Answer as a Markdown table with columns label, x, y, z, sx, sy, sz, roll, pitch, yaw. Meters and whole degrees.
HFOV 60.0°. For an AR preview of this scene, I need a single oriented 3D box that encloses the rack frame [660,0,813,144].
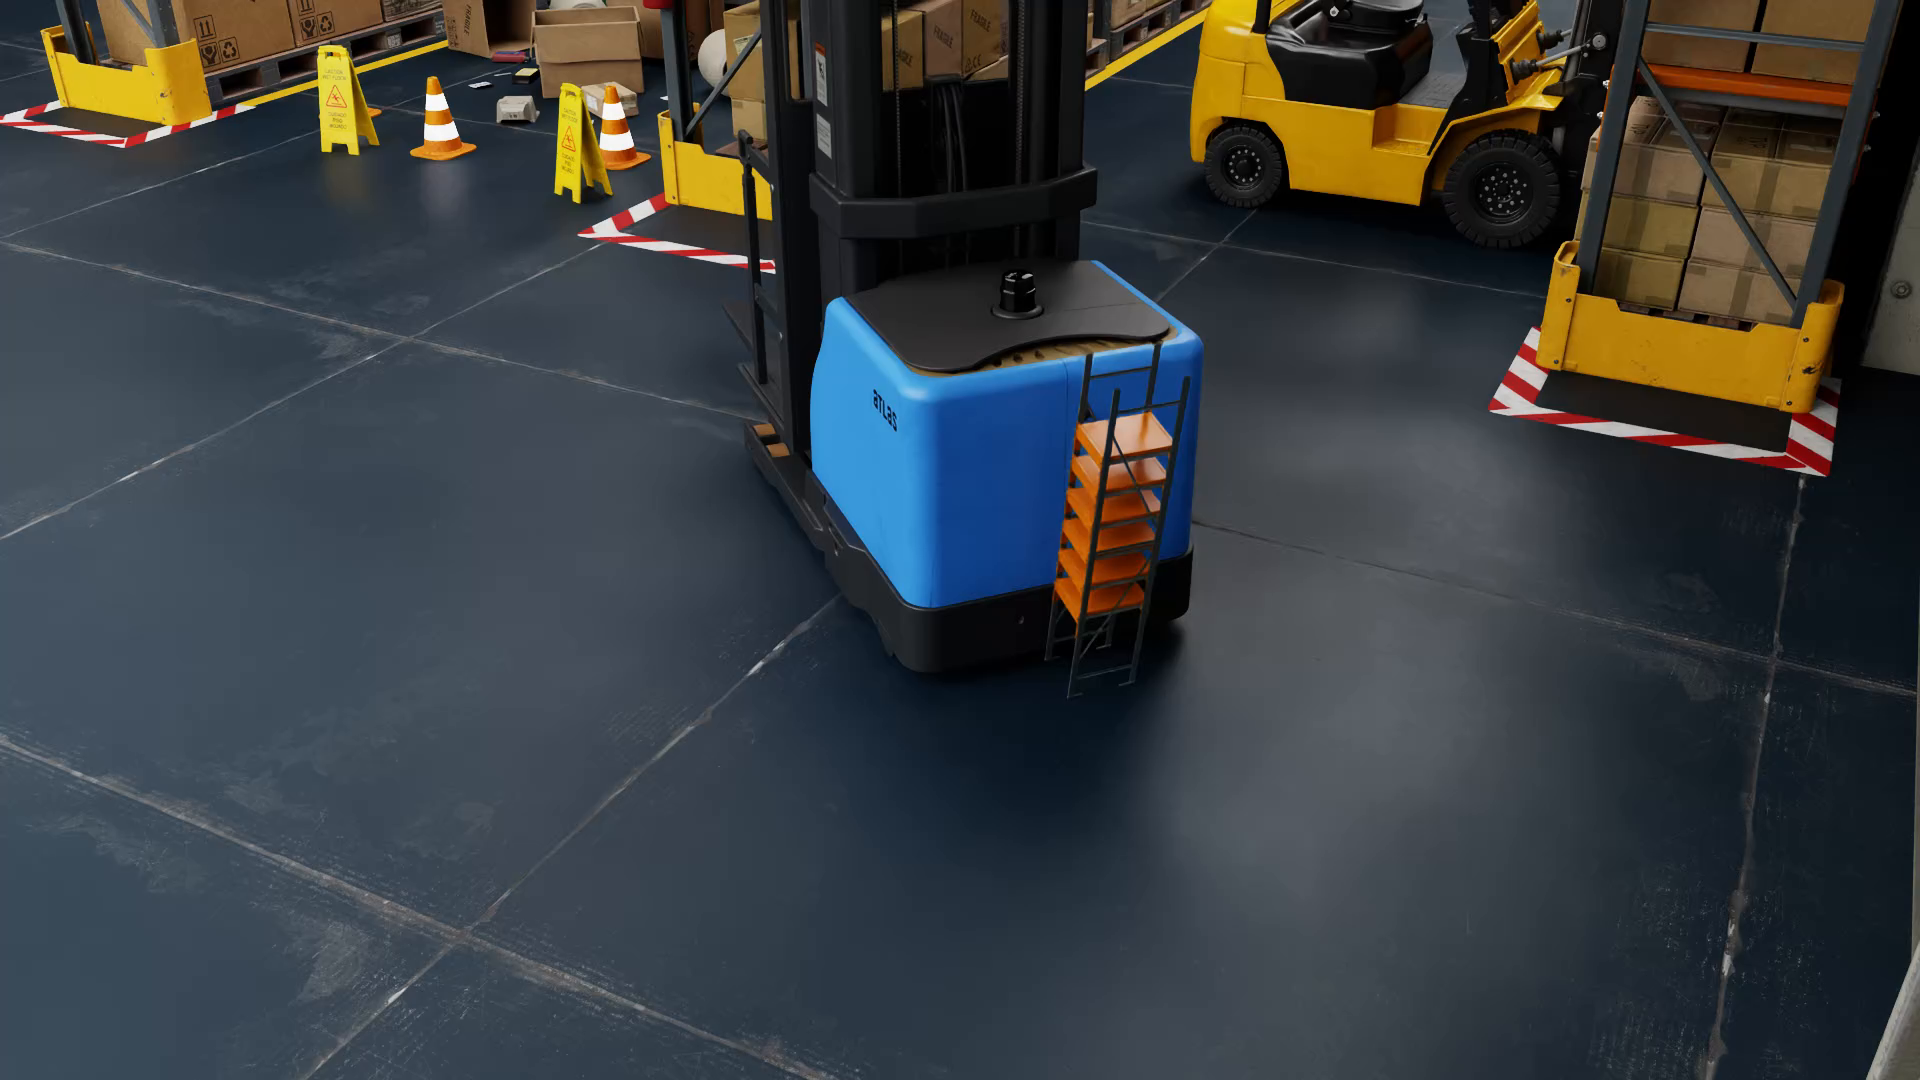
| label | x | y | z | sx | sy | sz | roll | pitch | yaw |
| --- | --- | --- | --- | --- | --- | --- | --- | --- | --- |
| rack frame | -1.177 | -3.180 | 8.776 | 1.000 | 3.000 | 0.127 | 14 | 33 | 23 |

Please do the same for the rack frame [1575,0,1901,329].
| label | x | y | z | sx | sy | sz | roll | pitch | yaw |
| --- | --- | --- | --- | --- | --- | --- | --- | --- | --- |
| rack frame | 3.244 | -2.056 | 6.818 | 1.000 | 3.000 | 0.127 | 14 | 33 | 23 |

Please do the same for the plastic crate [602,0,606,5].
| label | x | y | z | sx | sy | sz | roll | pitch | yaw |
| --- | --- | --- | --- | --- | --- | --- | --- | --- | --- |
| plastic crate | -2.720 | -4.463 | 13.776 | 0.662 | 0.188 | 0.450 | -18 | 24 | -28 |

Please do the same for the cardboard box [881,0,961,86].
| label | x | y | z | sx | sy | sz | roll | pitch | yaw |
| --- | --- | --- | --- | --- | --- | --- | --- | --- | --- |
| cardboard box | -0.319 | -3.034 | 10.107 | 0.500 | 0.500 | 0.500 | 13 | 32 | 21 |

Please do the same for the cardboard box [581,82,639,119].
| label | x | y | z | sx | sy | sz | roll | pitch | yaw |
| --- | --- | --- | --- | --- | --- | --- | --- | --- | --- |
| cardboard box | -2.378 | -2.983 | 11.295 | 0.250 | 0.149 | 0.380 | -18 | 34 | -28 |

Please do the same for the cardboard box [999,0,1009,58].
| label | x | y | z | sx | sy | sz | roll | pitch | yaw |
| --- | --- | --- | --- | --- | --- | --- | --- | --- | --- |
| cardboard box | 0.153 | -3.493 | 10.907 | 0.500 | 0.500 | 0.500 | 16 | 34 | 26 |

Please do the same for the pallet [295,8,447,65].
| label | x | y | z | sx | sy | sz | roll | pitch | yaw |
| --- | --- | --- | --- | --- | --- | --- | --- | --- | --- |
| pallet | -4.778 | -3.960 | 12.934 | 1.003 | 0.211 | 1.213 | 14 | 33 | 23 |

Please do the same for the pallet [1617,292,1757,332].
| label | x | y | z | sx | sy | sz | roll | pitch | yaw |
| --- | --- | --- | --- | --- | --- | --- | --- | --- | --- |
| pallet | 3.555 | -1.195 | 8.119 | 1.003 | 0.211 | 1.213 | 14 | 33 | 23 |

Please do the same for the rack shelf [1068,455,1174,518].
| label | x | y | z | sx | sy | sz | roll | pitch | yaw |
| --- | --- | --- | --- | --- | --- | --- | --- | --- | --- |
| rack shelf | 0.478 | -0.182 | 4.959 | 0.258 | 0.103 | 0.180 | -11 | 42 | -19 |

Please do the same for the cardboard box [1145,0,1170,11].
| label | x | y | z | sx | sy | sz | roll | pitch | yaw |
| --- | --- | --- | --- | --- | --- | --- | --- | --- | --- |
| cardboard box | 1.206 | -4.549 | 13.376 | 0.950 | 0.372 | 0.625 | 16 | 34 | 26 |

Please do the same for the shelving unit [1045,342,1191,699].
| label | x | y | z | sx | sy | sz | roll | pitch | yaw |
| --- | --- | --- | --- | --- | --- | --- | --- | --- | --- |
| shelving unit | 0.465 | -0.031 | 5.083 | 0.258 | 1.200 | 0.189 | -11 | 42 | -19 |

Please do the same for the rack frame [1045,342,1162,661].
| label | x | y | z | sx | sy | sz | roll | pitch | yaw |
| --- | --- | --- | --- | --- | --- | --- | --- | --- | --- |
| rack frame | 0.431 | -0.087 | 5.148 | 0.240 | 1.200 | 0.006 | -11 | 42 | -19 |

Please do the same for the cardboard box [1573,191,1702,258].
| label | x | y | z | sx | sy | sz | roll | pitch | yaw |
| --- | --- | --- | --- | --- | --- | --- | --- | --- | --- |
| cardboard box | 3.187 | -1.549 | 7.773 | 0.500 | 0.250 | 0.500 | 14 | 33 | 23 |

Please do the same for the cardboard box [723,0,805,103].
| label | x | y | z | sx | sy | sz | roll | pitch | yaw |
| --- | --- | --- | --- | --- | --- | --- | --- | --- | --- |
| cardboard box | -1.044 | -2.910 | 9.891 | 0.500 | 0.500 | 0.500 | 15 | 33 | 24 |

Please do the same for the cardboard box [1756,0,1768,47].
| label | x | y | z | sx | sy | sz | roll | pitch | yaw |
| --- | --- | --- | --- | --- | --- | --- | --- | --- | --- |
| cardboard box | 3.934 | -2.492 | 7.477 | 0.500 | 0.500 | 0.500 | 15 | 33 | 25 |

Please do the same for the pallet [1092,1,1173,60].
| label | x | y | z | sx | sy | sz | roll | pitch | yaw |
| --- | --- | --- | --- | --- | --- | --- | --- | --- | --- |
| pallet | 0.999 | -4.090 | 13.160 | 1.003 | 0.211 | 1.213 | 14 | 33 | 23 |

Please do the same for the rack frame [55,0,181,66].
| label | x | y | z | sx | sy | sz | roll | pitch | yaw |
| --- | --- | --- | --- | --- | --- | --- | --- | --- | --- |
| rack frame | -5.630 | -4.258 | 10.653 | 1.000 | 3.000 | 0.127 | 14 | 33 | 23 |

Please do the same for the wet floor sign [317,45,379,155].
| label | x | y | z | sx | sy | sz | roll | pitch | yaw |
| --- | --- | --- | --- | --- | --- | --- | --- | --- | --- |
| wet floor sign | -3.880 | -2.775 | 10.435 | 0.267 | 0.644 | 0.232 | 9 | 31 | 15 |

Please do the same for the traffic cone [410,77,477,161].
| label | x | y | z | sx | sy | sz | roll | pitch | yaw |
| --- | --- | --- | --- | --- | --- | --- | --- | --- | --- |
| traffic cone | -3.272 | -2.665 | 10.425 | 0.336 | 0.463 | 0.334 | 14 | 33 | 23 |

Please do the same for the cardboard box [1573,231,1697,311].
| label | x | y | z | sx | sy | sz | roll | pitch | yaw |
| --- | --- | --- | --- | --- | --- | --- | --- | --- | --- |
| cardboard box | 3.176 | -1.326 | 7.886 | 0.500 | 0.250 | 0.500 | 15 | 33 | 24 |

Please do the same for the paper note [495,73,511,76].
| label | x | y | z | sx | sy | sz | roll | pitch | yaw |
| --- | --- | --- | --- | --- | --- | --- | --- | --- | --- |
| paper note | -3.349 | -3.411 | 12.179 | 0.123 | 0.001 | 0.032 | -18 | 34 | -28 |

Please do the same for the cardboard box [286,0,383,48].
| label | x | y | z | sx | sy | sz | roll | pitch | yaw |
| --- | --- | --- | --- | --- | --- | --- | --- | --- | --- |
| cardboard box | -4.980 | -4.225 | 12.308 | 0.875 | 0.875 | 0.875 | 14 | 33 | 23 |

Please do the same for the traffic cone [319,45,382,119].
| label | x | y | z | sx | sy | sz | roll | pitch | yaw |
| --- | --- | --- | --- | --- | --- | --- | --- | --- | --- |
| traffic cone | -4.123 | -3.072 | 11.134 | 0.336 | 0.463 | 0.334 | 14 | 33 | 23 |

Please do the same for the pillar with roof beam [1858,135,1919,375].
| label | x | y | z | sx | sy | sz | roll | pitch | yaw |
| --- | --- | --- | --- | --- | --- | --- | --- | --- | --- |
| pillar with roof beam | 0.531 | -5.738 | 7.206 | 9.100 | 9.000 | 0.400 | 14 | 33 | 23 |

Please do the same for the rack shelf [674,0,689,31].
| label | x | y | z | sx | sy | sz | roll | pitch | yaw |
| --- | --- | --- | --- | --- | --- | --- | --- | --- | --- |
| rack shelf | -0.266 | -3.755 | 10.499 | 1.077 | 0.370 | 4.000 | 14 | 33 | 23 |

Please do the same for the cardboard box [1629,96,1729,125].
| label | x | y | z | sx | sy | sz | roll | pitch | yaw |
| --- | --- | --- | --- | --- | --- | --- | --- | --- | --- |
| cardboard box | 3.403 | -1.982 | 8.024 | 0.500 | 0.250 | 0.500 | 15 | 33 | 24 |

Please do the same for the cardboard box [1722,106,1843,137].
| label | x | y | z | sx | sy | sz | roll | pitch | yaw |
| --- | --- | --- | --- | --- | --- | --- | --- | --- | --- |
| cardboard box | 3.855 | -1.872 | 7.833 | 0.500 | 0.250 | 0.500 | 14 | 33 | 23 |

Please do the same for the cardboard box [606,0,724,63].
| label | x | y | z | sx | sy | sz | roll | pitch | yaw |
| --- | --- | --- | --- | --- | --- | --- | --- | --- | --- |
| cardboard box | -2.212 | -3.926 | 12.445 | 0.797 | 0.637 | 0.503 | 14 | 33 | 23 |

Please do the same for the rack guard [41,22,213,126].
| label | x | y | z | sx | sy | sz | roll | pitch | yaw |
| --- | --- | --- | --- | --- | --- | --- | --- | --- | --- |
| rack guard | -5.640 | -3.164 | 11.257 | 1.175 | 0.500 | 0.348 | 14 | 33 | 23 |

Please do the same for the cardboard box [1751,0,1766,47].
| label | x | y | z | sx | sy | sz | roll | pitch | yaw |
| --- | --- | --- | --- | --- | --- | --- | --- | --- | --- |
| cardboard box | 3.479 | -2.605 | 7.674 | 0.500 | 0.500 | 0.500 | 15 | 33 | 25 |

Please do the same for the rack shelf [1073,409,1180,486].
| label | x | y | z | sx | sy | sz | roll | pitch | yaw |
| --- | --- | --- | --- | --- | --- | --- | --- | --- | --- |
| rack shelf | 0.485 | -0.274 | 4.883 | 0.258 | 0.103 | 0.180 | -11 | 42 | -19 |

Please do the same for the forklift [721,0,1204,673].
| label | x | y | z | sx | sy | sz | roll | pitch | yaw |
| --- | --- | --- | --- | --- | --- | --- | --- | --- | --- |
| forklift | -0.233 | -1.560 | 6.023 | 1.130 | 2.935 | 3.031 | -11 | 32 | -19 |

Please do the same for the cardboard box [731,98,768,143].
| label | x | y | z | sx | sy | sz | roll | pitch | yaw |
| --- | --- | --- | --- | --- | --- | --- | --- | --- | --- |
| cardboard box | -1.037 | -2.600 | 10.105 | 0.500 | 0.250 | 0.500 | 14 | 33 | 23 |

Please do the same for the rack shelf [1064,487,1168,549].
| label | x | y | z | sx | sy | sz | roll | pitch | yaw |
| --- | --- | --- | --- | --- | --- | --- | --- | --- | --- |
| rack shelf | 0.470 | -0.089 | 5.035 | 0.258 | 0.103 | 0.180 | -11 | 42 | -19 |

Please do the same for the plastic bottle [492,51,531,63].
| label | x | y | z | sx | sy | sz | roll | pitch | yaw |
| --- | --- | --- | --- | --- | --- | --- | --- | --- | --- |
| plastic bottle | -3.361 | -3.636 | 12.521 | 0.283 | 0.061 | 0.133 | 4 | 30 | 6 |

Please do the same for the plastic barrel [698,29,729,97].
| label | x | y | z | sx | sy | sz | roll | pitch | yaw |
| --- | --- | --- | --- | --- | --- | --- | --- | --- | --- |
| plastic barrel | -1.584 | -3.322 | 11.610 | 0.421 | 0.421 | 0.512 | -12 | 32 | -20 |

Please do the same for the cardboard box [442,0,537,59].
| label | x | y | z | sx | sy | sz | roll | pitch | yaw |
| --- | --- | --- | --- | --- | --- | --- | --- | --- | --- |
| cardboard box | -3.601 | -4.028 | 12.759 | 0.500 | 0.500 | 0.500 | 21 | 36 | 32 |

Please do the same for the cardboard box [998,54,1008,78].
| label | x | y | z | sx | sy | sz | roll | pitch | yaw |
| --- | --- | --- | --- | --- | --- | --- | --- | --- | --- |
| cardboard box | 0.146 | -3.157 | 11.076 | 0.500 | 0.250 | 0.500 | 15 | 33 | 24 |

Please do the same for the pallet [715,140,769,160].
| label | x | y | z | sx | sy | sz | roll | pitch | yaw |
| --- | --- | --- | --- | --- | --- | --- | --- | --- | --- |
| pallet | -0.741 | -2.357 | 10.142 | 1.003 | 0.211 | 1.213 | 14 | 33 | 23 |
